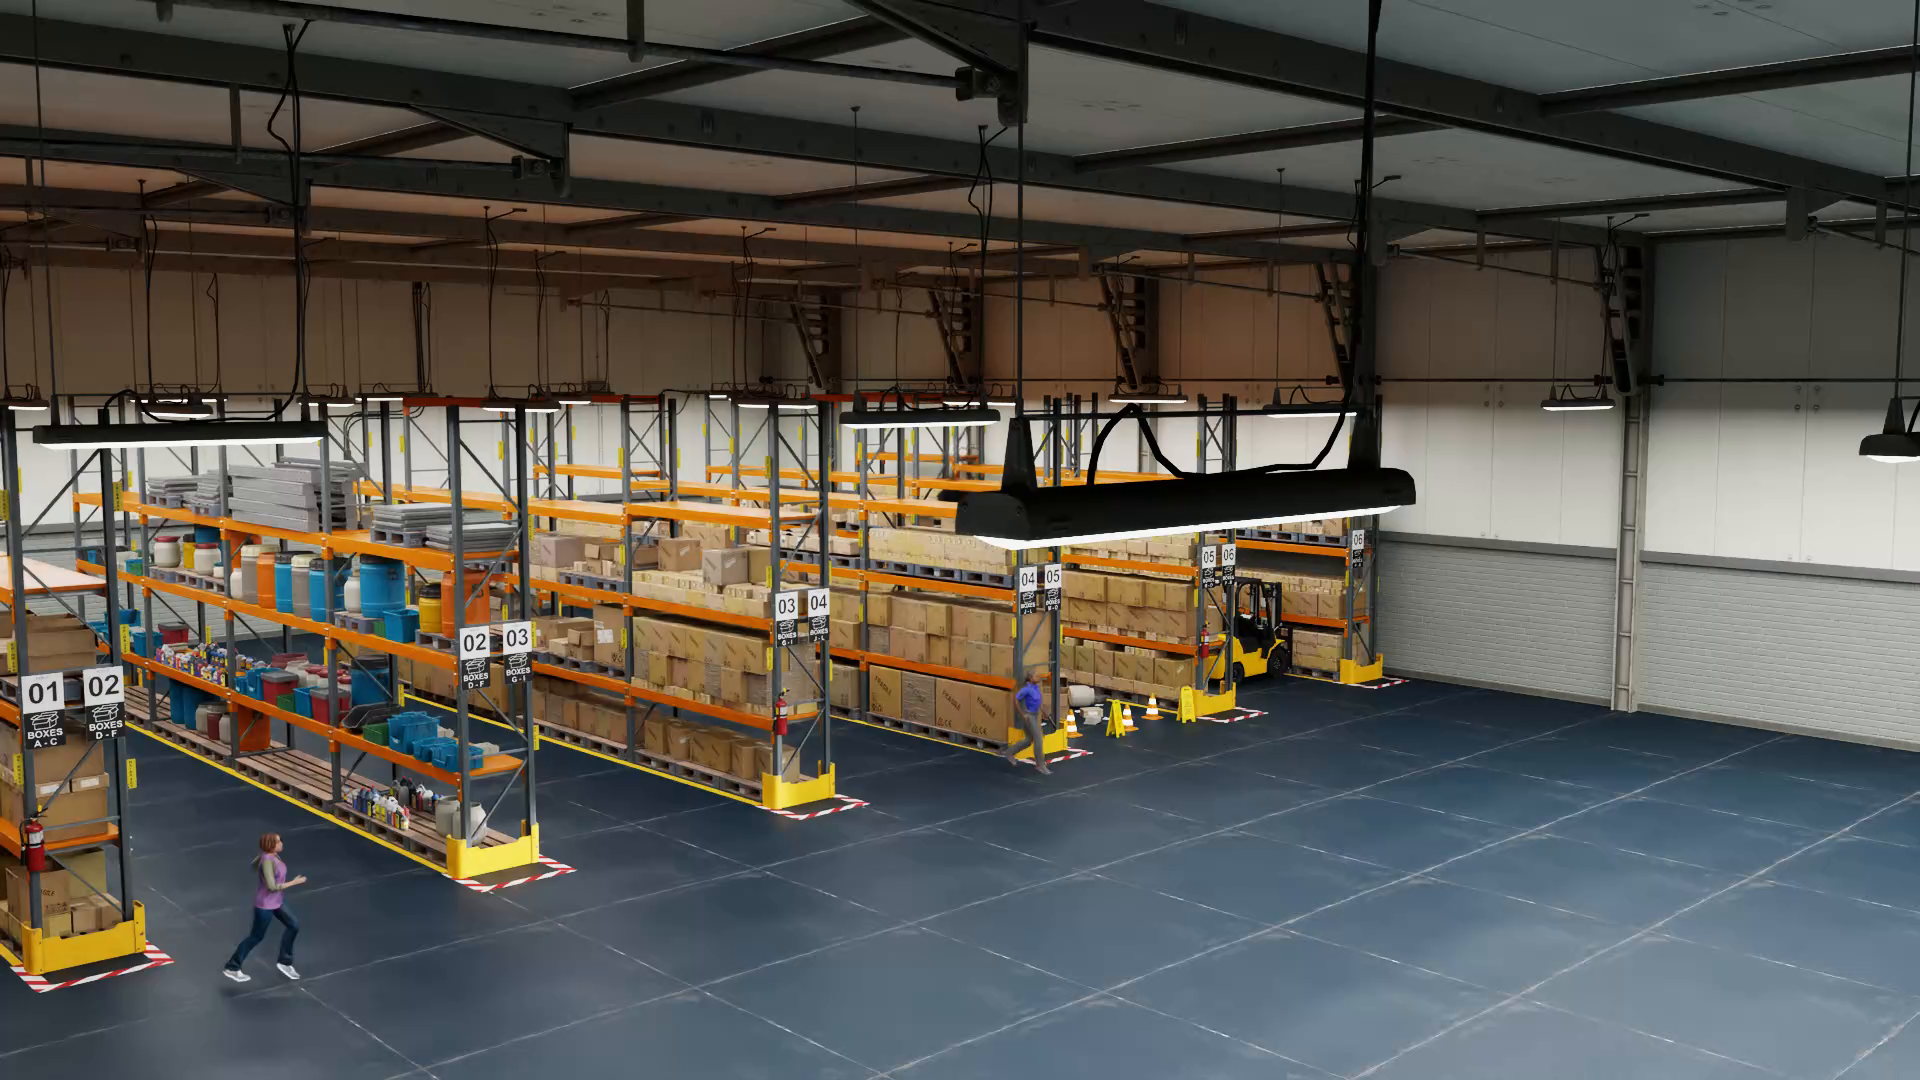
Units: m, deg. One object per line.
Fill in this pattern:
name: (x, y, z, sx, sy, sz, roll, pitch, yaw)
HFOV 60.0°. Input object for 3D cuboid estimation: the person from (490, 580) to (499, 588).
person: (-10.770, 1.732, 38.236, 0.717, 1.732, 0.963, 0, 6, 0)

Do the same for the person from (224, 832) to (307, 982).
person: (-7.272, 3.855, 17.437, 0.837, 1.622, 0.546, -1, 6, -10)

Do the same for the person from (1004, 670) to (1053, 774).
person: (1.110, 2.926, 26.901, 0.881, 1.677, 0.598, 2, 6, 21)
